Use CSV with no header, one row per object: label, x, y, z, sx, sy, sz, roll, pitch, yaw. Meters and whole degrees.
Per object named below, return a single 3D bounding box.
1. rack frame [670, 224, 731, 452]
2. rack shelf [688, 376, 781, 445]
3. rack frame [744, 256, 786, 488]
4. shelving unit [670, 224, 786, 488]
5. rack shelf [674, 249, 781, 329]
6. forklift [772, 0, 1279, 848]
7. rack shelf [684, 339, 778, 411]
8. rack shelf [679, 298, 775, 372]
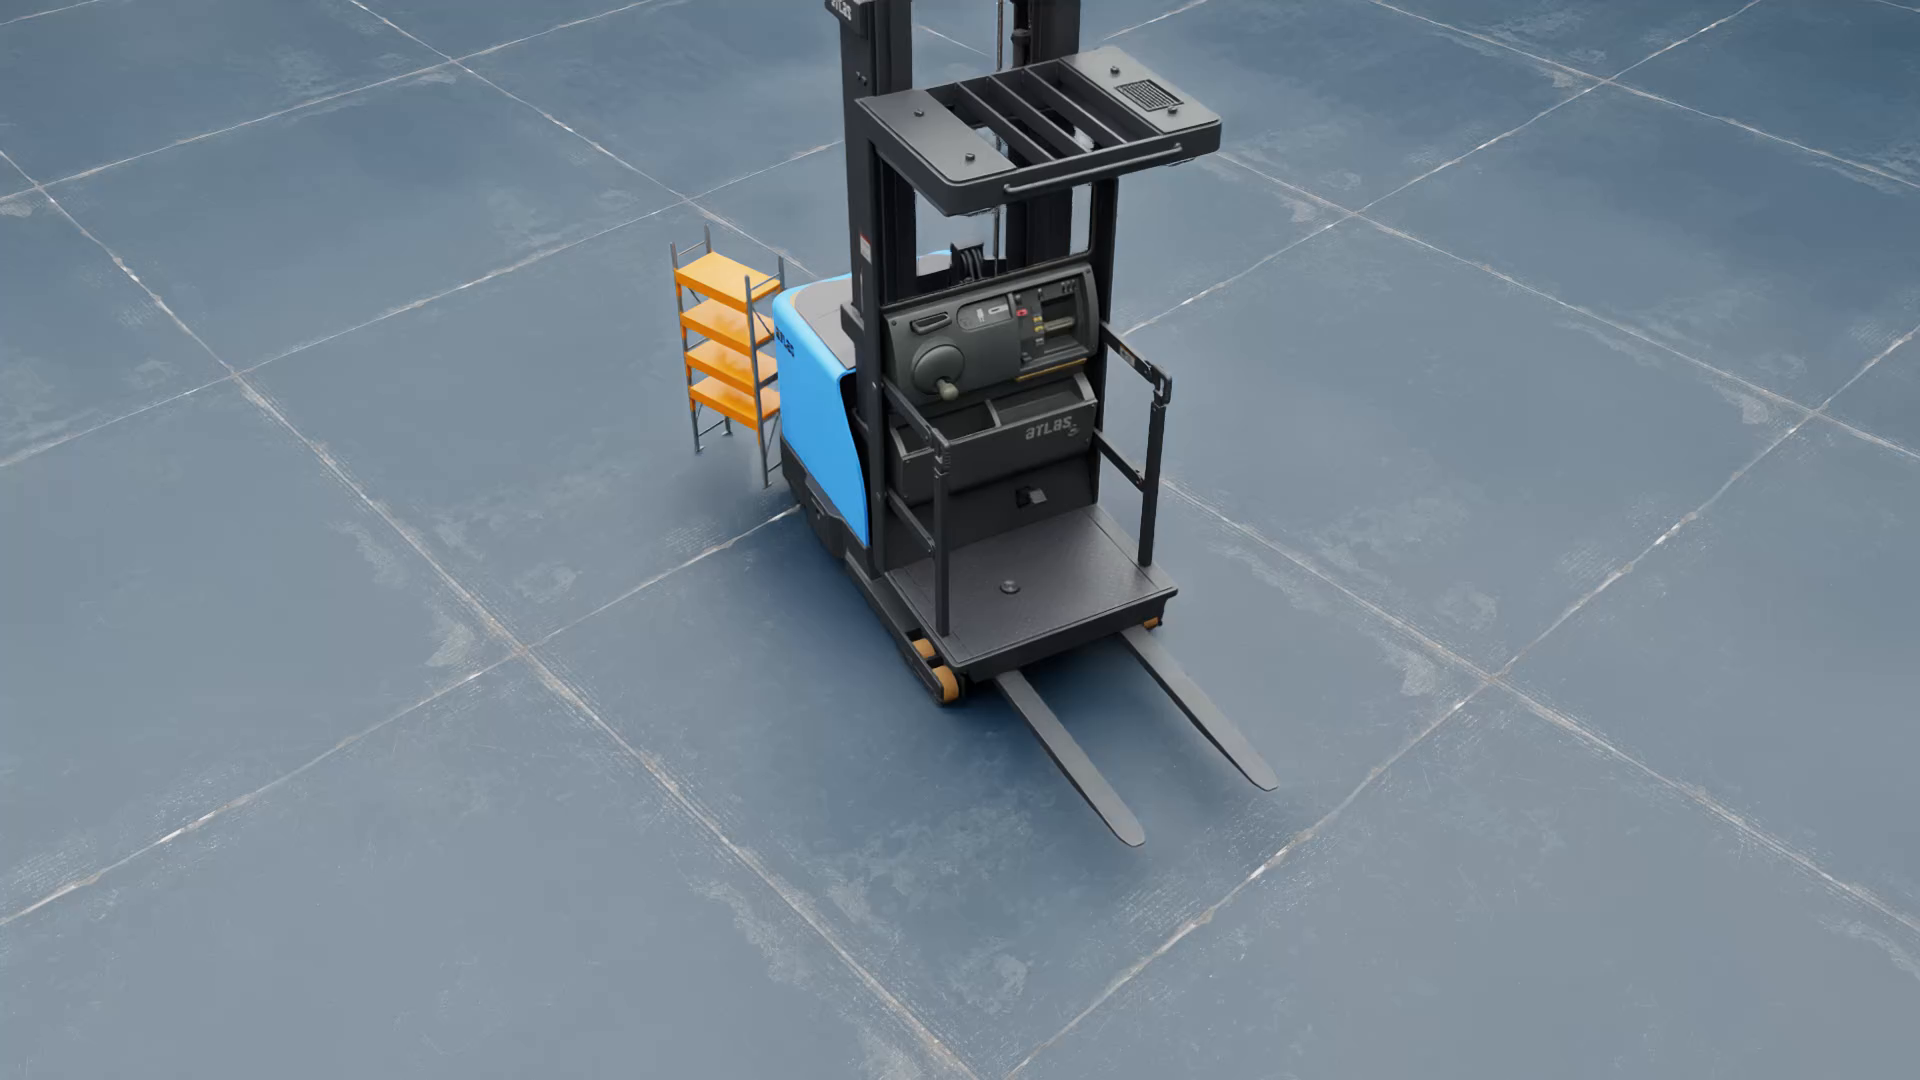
rack frame,-1.275,-0.979,8.215,0.015,1.200,0.240,27,46,29
rack shelf,-1.086,-0.675,8.262,0.480,0.148,0.258,27,46,29
rack frame,-0.897,-0.785,7.975,0.015,1.200,0.240,27,46,29
shelving unit,-1.086,-0.882,8.095,0.503,1.200,0.258,27,46,29
rack shelf,-1.086,-1.188,7.848,0.480,0.148,0.258,27,46,29
forklift,0.243,-0.764,6.571,1.130,2.935,3.031,-18,42,-21
rack shelf,-1.086,-0.830,8.137,0.480,0.148,0.258,27,46,29
rack shelf,-1.086,-1.004,7.997,0.480,0.148,0.258,27,46,29
